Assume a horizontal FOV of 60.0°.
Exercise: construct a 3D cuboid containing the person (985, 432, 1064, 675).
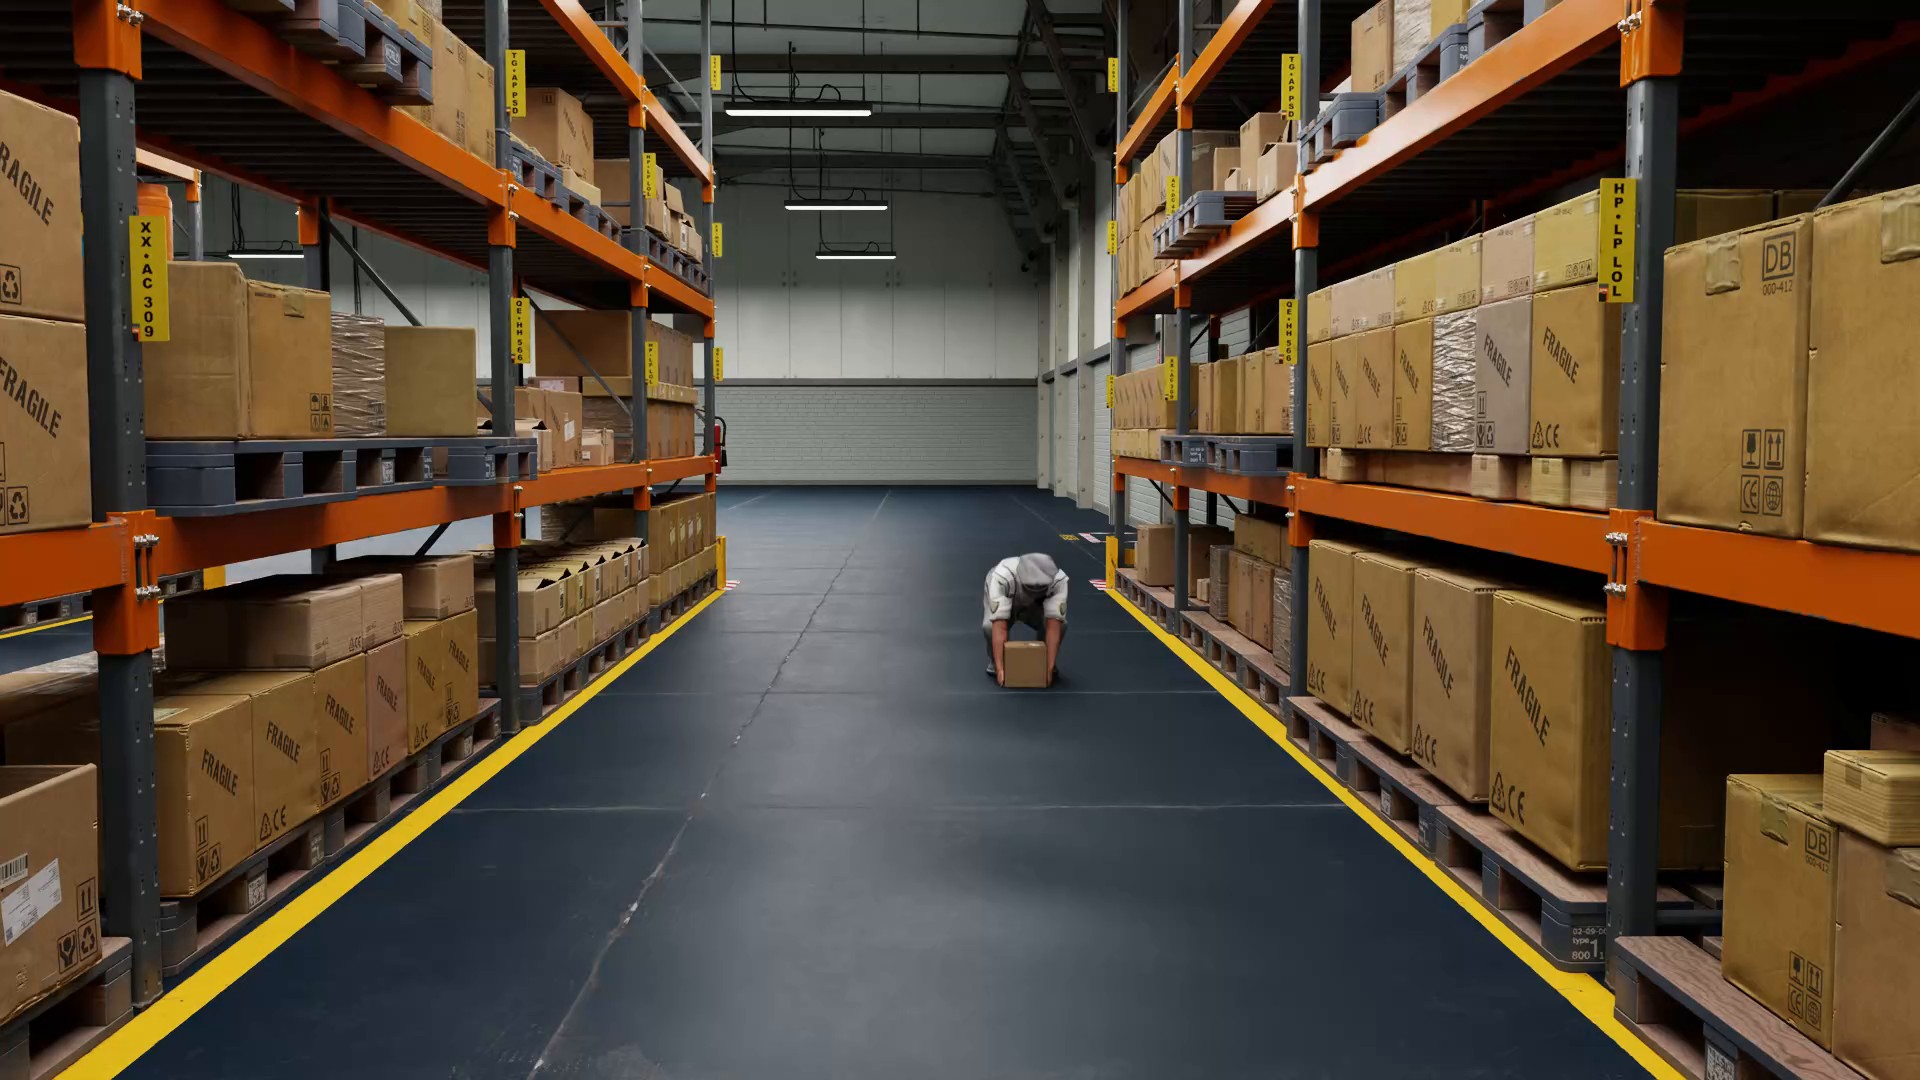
[{"bbox_3d":[0.401,0.097,10.400,0.476,1.538,0.862,0,4,-3],"label":"person"}]
